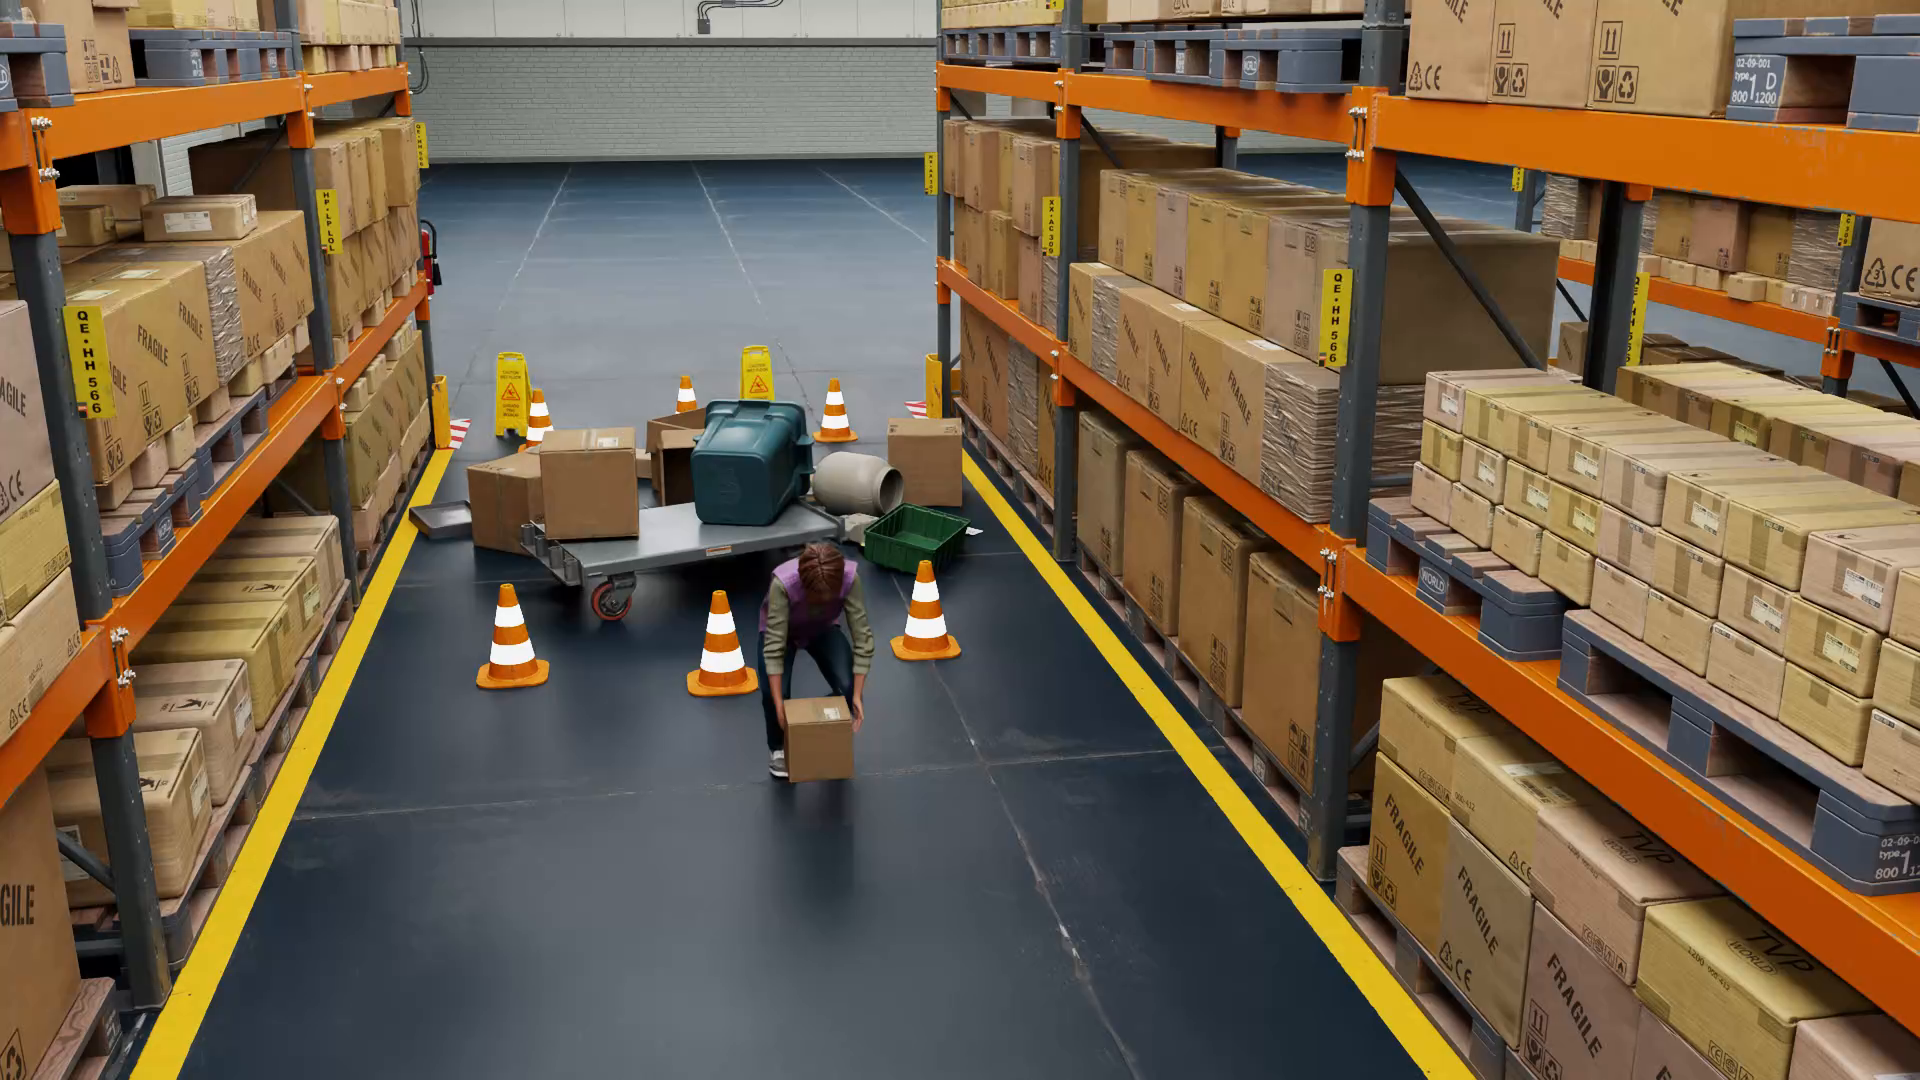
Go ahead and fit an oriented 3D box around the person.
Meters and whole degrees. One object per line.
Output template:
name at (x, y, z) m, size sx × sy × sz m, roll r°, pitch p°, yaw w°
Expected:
person at (-0.608, 0.466, 6.896) m, size 0.461 × 1.086 × 0.745 m, roll -3°, pitch 17°, yaw -10°
